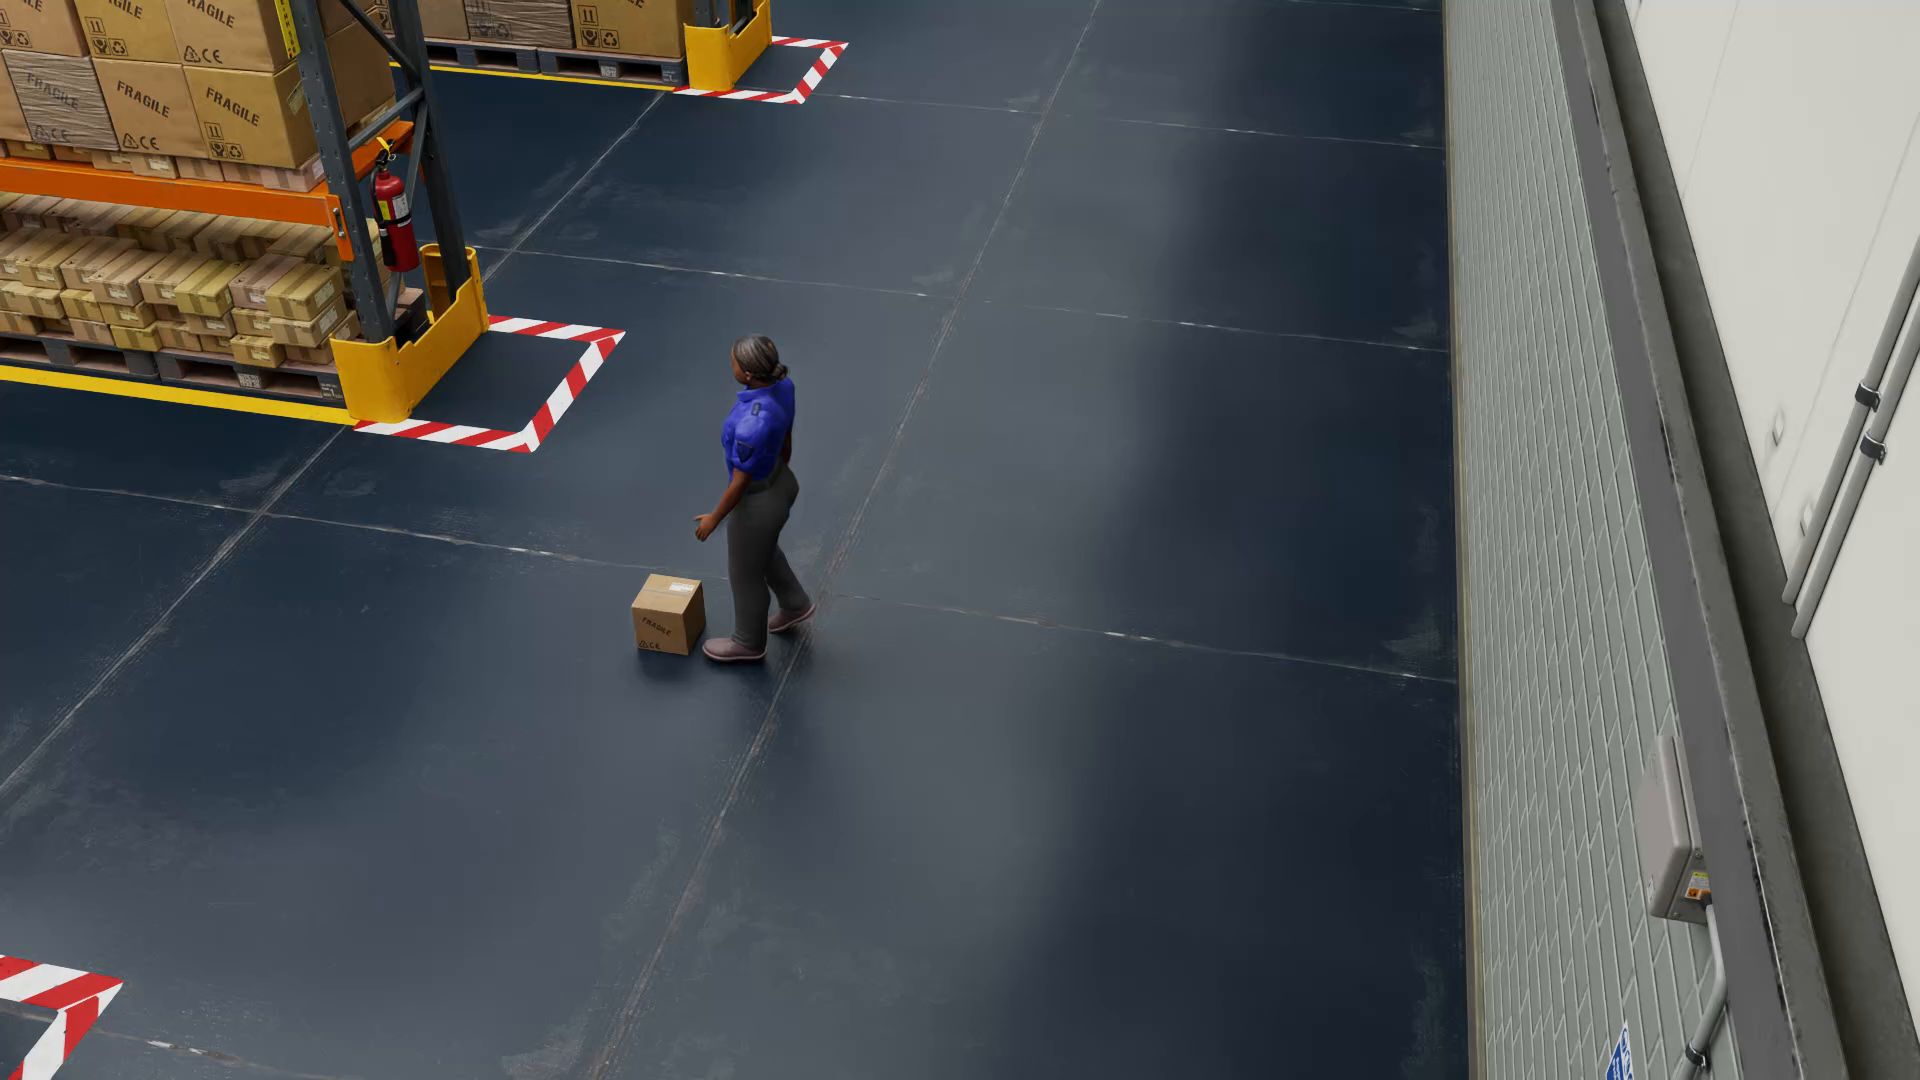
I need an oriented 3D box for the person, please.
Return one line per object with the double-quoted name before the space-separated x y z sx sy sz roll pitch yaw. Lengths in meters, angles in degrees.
"person" -0.927 -0.160 7.178 0.476 1.688 0.470 6 37 8
